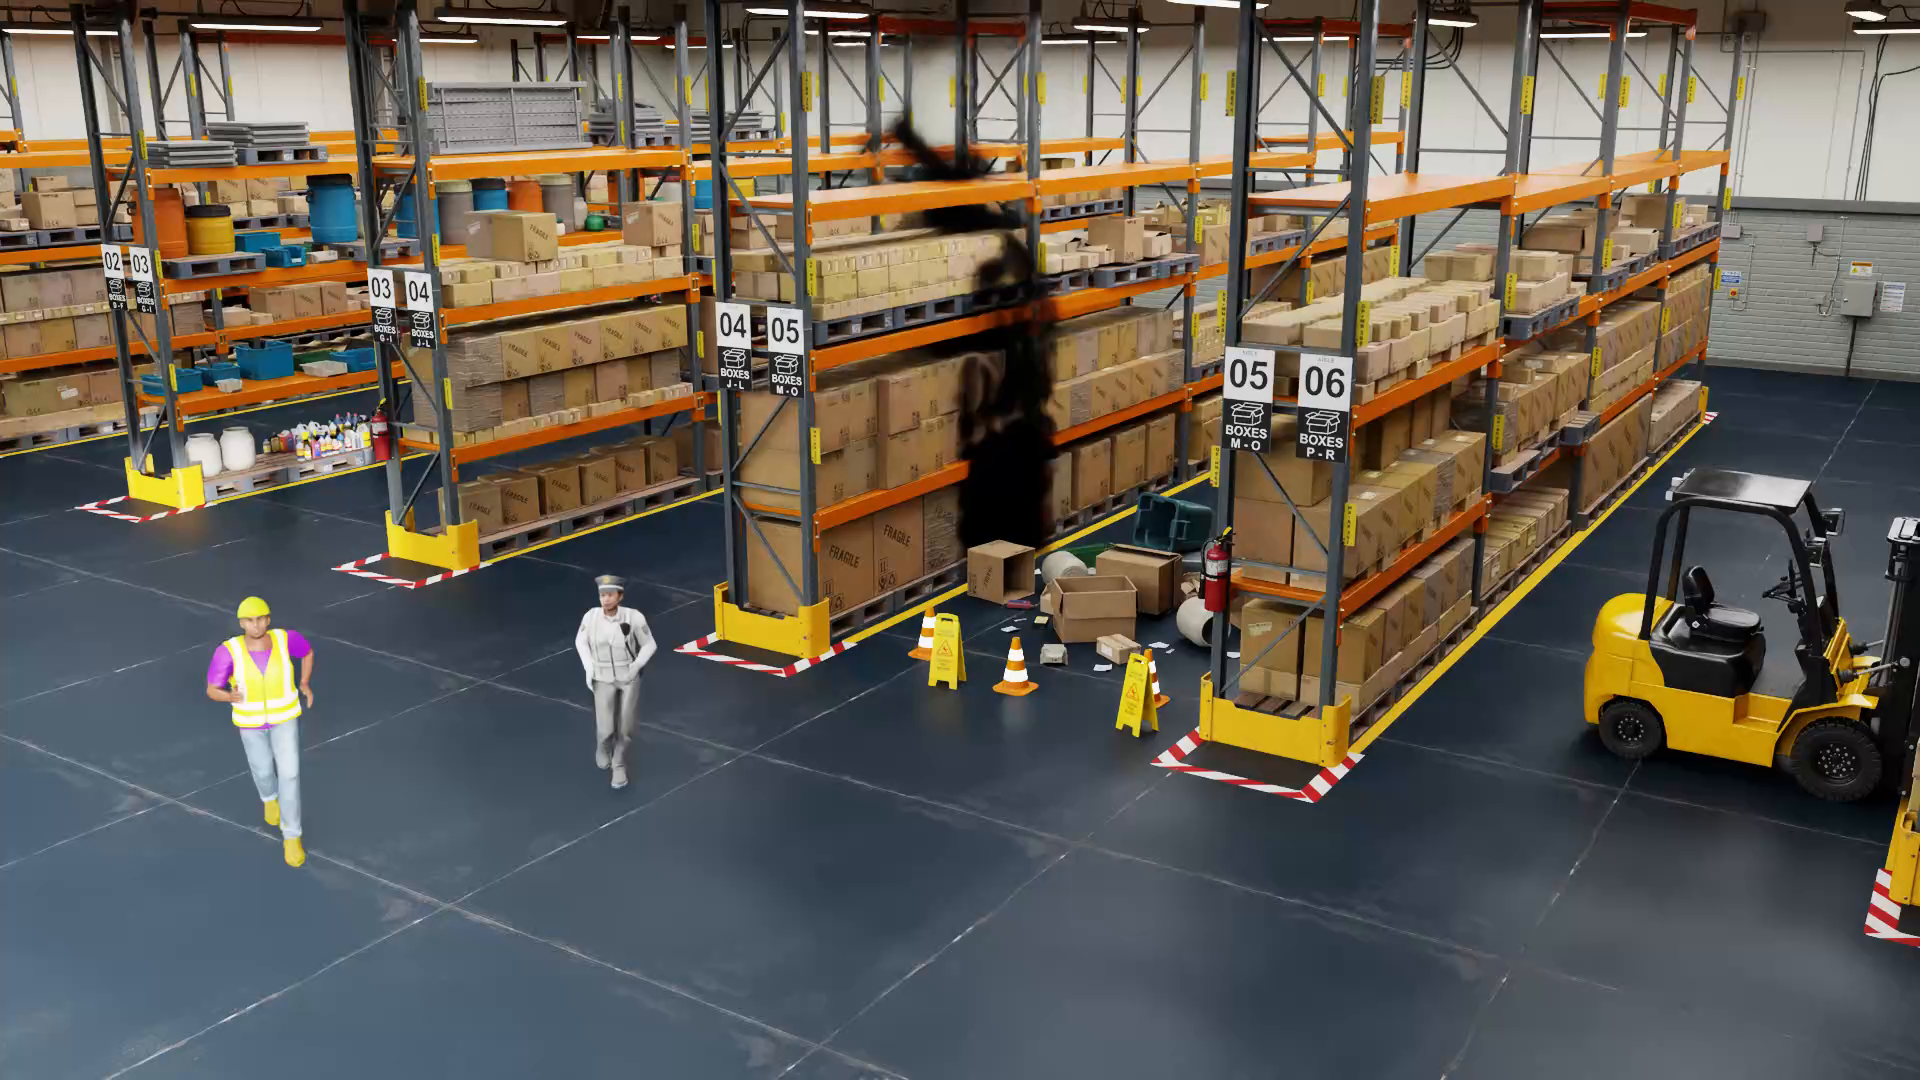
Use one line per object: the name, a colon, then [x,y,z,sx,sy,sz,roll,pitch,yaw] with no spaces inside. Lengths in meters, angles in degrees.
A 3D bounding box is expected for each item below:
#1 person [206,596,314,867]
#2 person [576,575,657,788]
person: [-4.740,1.245,11.363,0.692,1.786,0.918,-6,17,-22]
person: [-2.554,1.047,12.382,0.603,1.668,0.564,-2,16,-7]
